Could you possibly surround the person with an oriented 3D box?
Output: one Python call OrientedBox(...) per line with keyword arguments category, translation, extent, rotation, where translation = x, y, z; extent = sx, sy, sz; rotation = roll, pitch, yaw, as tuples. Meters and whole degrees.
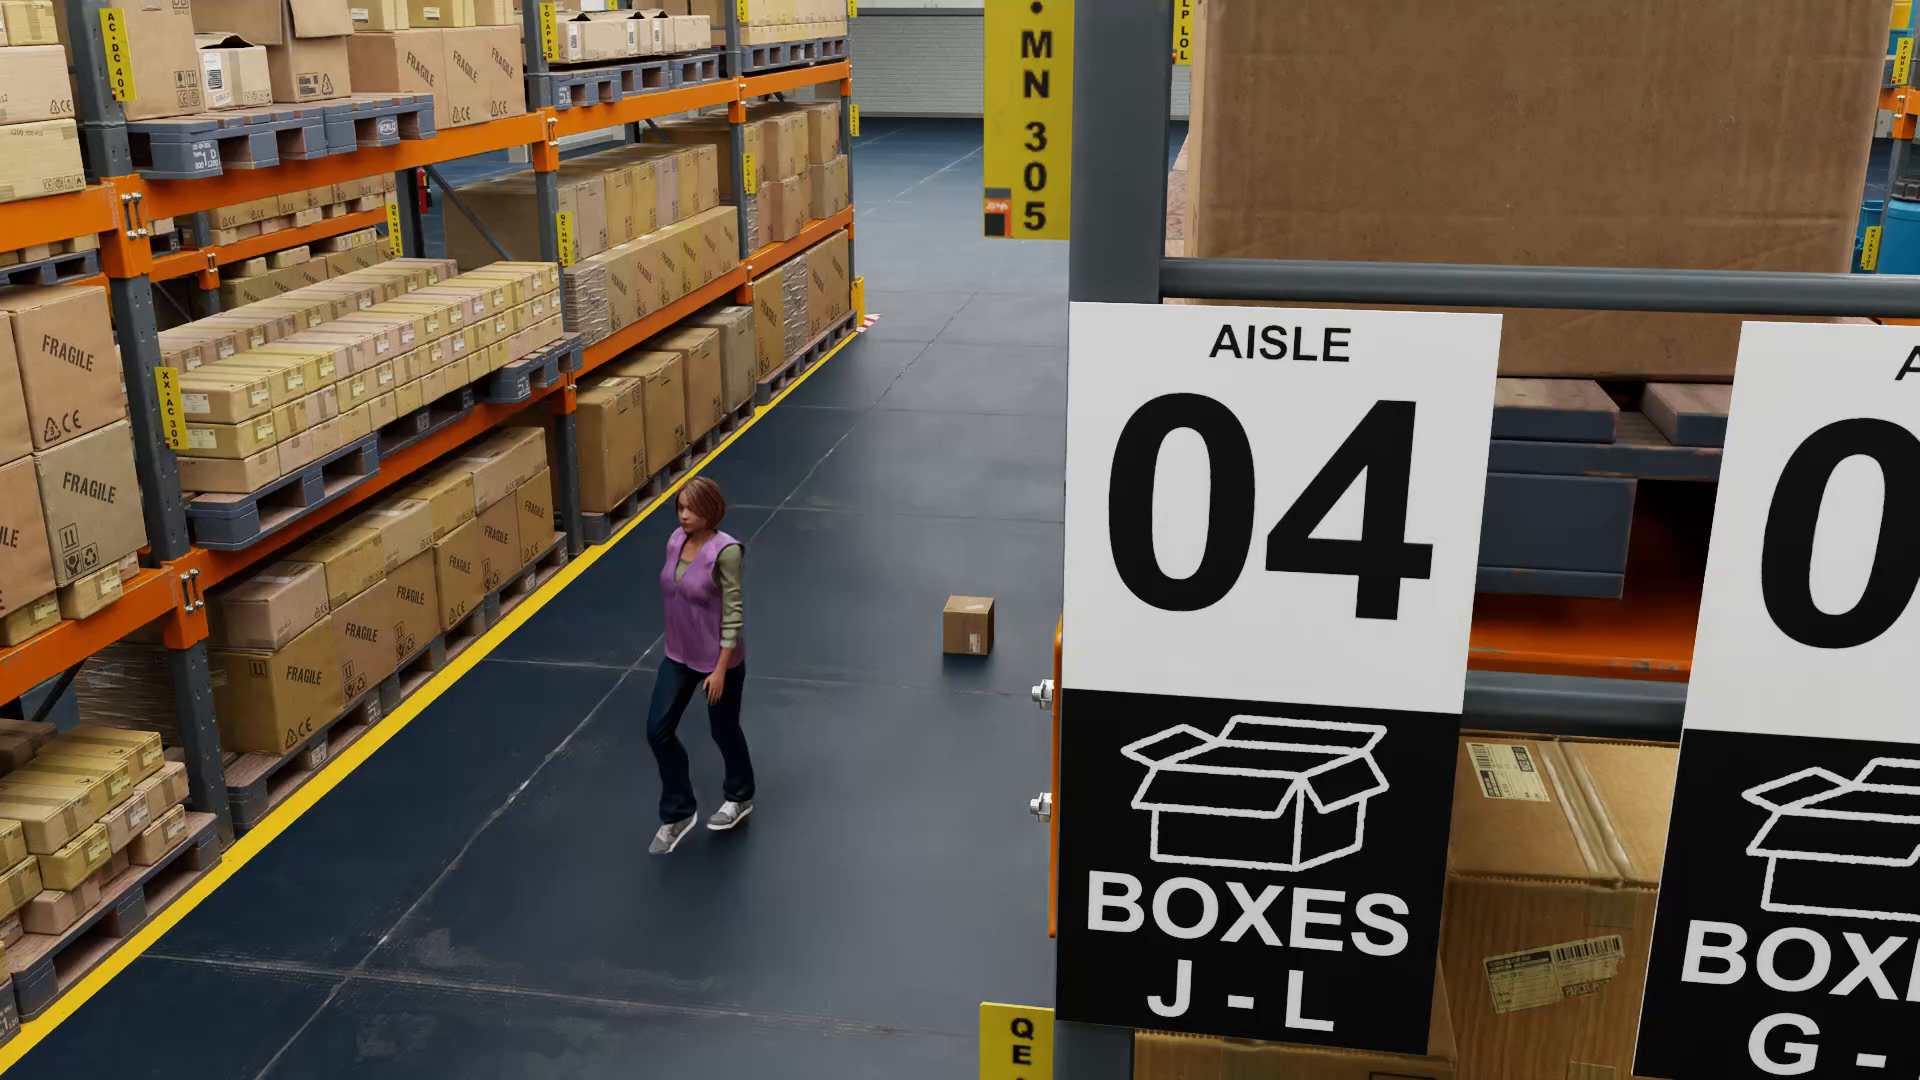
OrientedBox(category="person", translation=(-1.071, 0.534, 6.962), extent=(0.454, 1.648, 0.519), rotation=(11, 21, 30))
